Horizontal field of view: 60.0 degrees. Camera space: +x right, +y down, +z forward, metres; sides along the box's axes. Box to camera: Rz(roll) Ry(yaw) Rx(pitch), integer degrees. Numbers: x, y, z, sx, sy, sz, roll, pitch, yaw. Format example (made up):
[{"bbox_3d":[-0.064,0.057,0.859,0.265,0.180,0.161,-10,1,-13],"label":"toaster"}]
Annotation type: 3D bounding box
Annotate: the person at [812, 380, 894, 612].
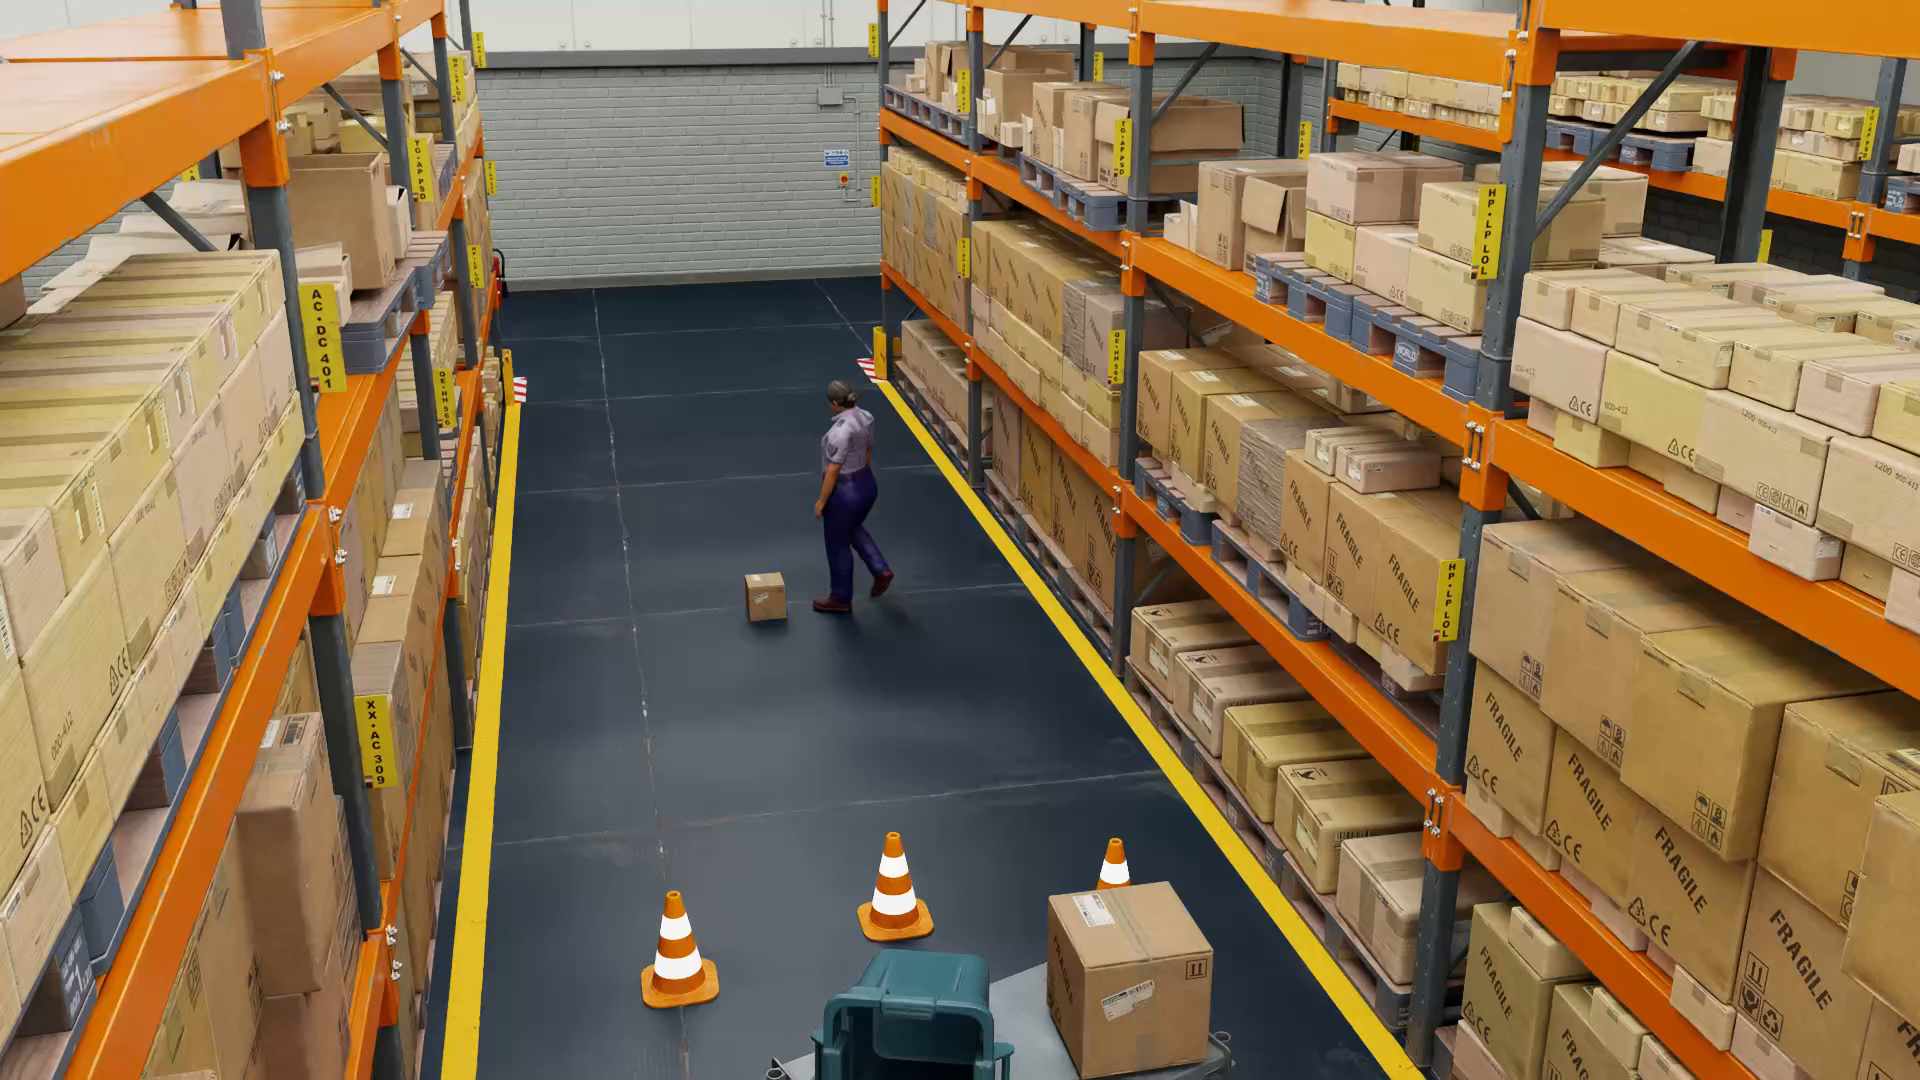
[{"bbox_3d":[-0.755,-0.308,11.422,0.498,1.626,0.548,9,22,24],"label":"person"}]
